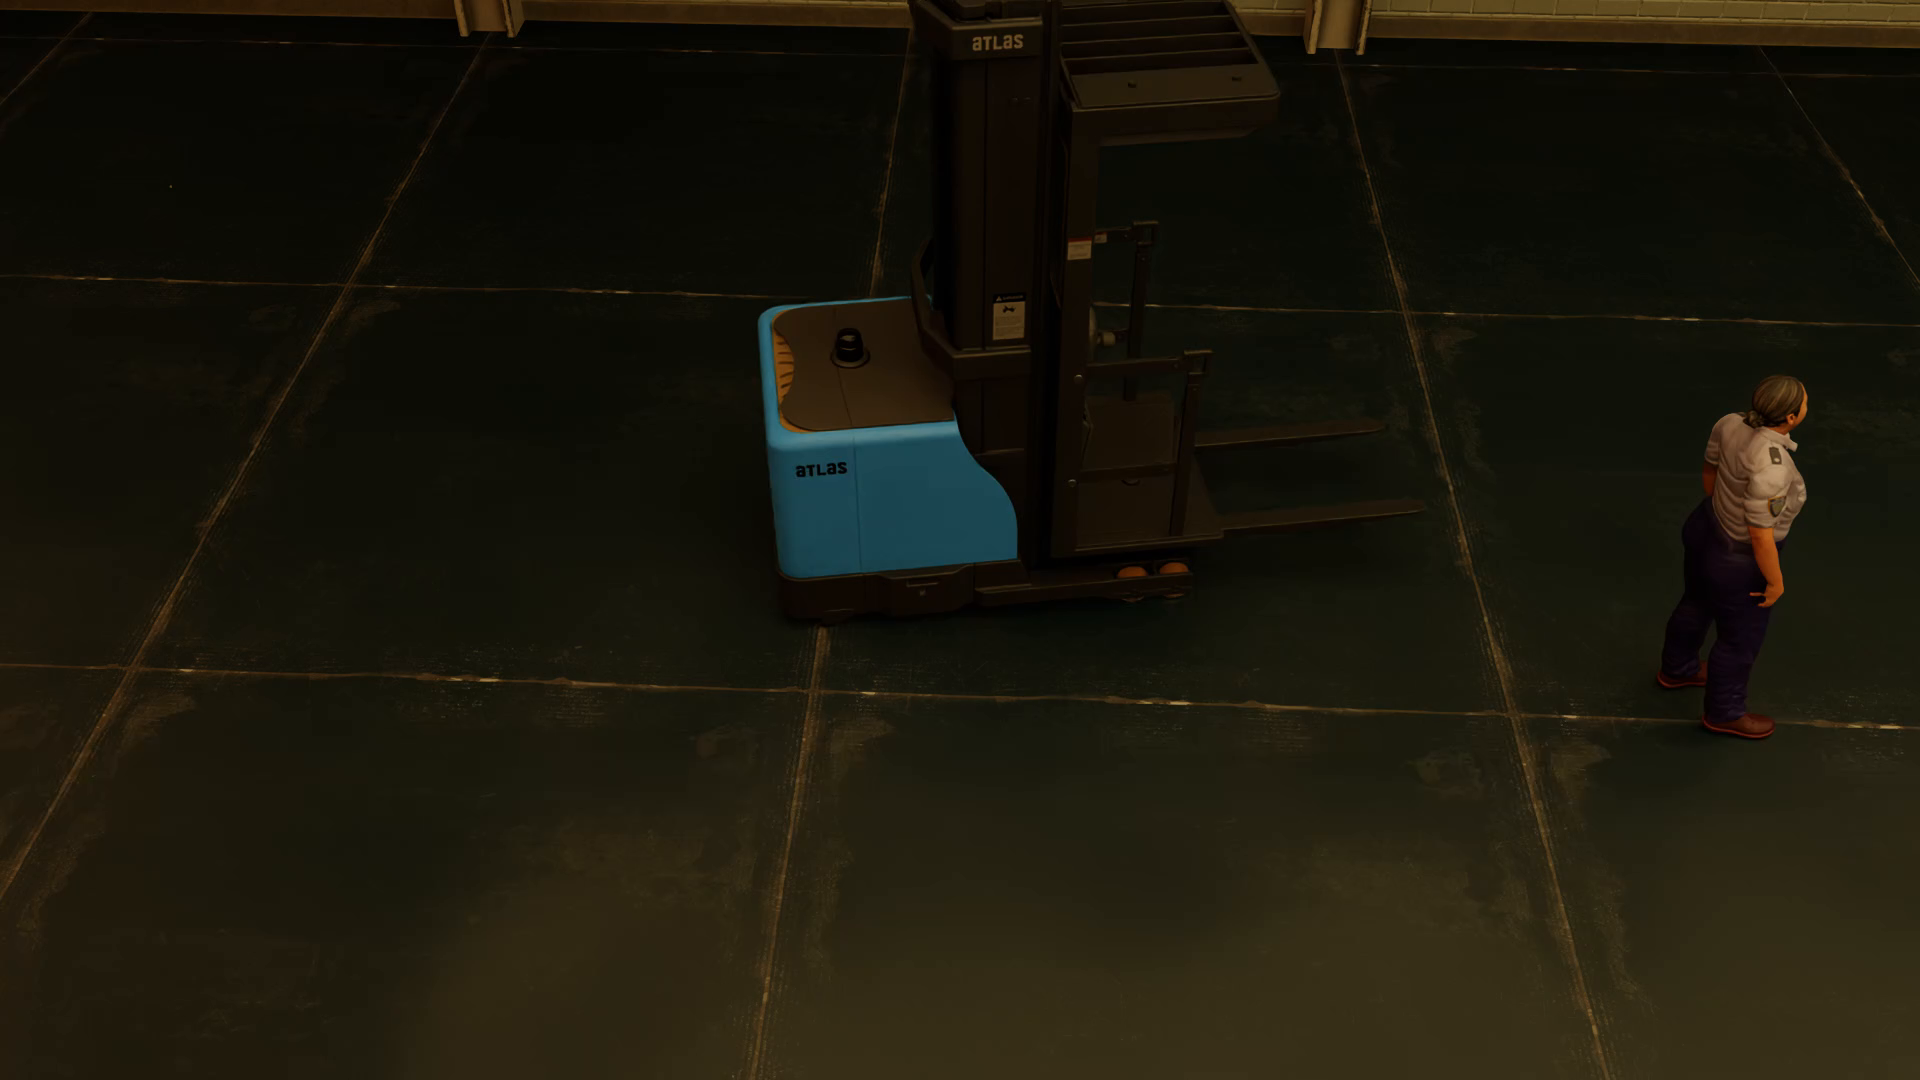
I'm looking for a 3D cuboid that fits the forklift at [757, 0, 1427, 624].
[{"bbox_3d":[0.633,-1.151,7.003,3.031,2.935,1.130,-5,43,-6],"label":"forklift"}]

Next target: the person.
[{"bbox_3d":[3.175,0.042,6.641,0.495,1.653,0.590,-3,42,-3],"label":"person"}]
